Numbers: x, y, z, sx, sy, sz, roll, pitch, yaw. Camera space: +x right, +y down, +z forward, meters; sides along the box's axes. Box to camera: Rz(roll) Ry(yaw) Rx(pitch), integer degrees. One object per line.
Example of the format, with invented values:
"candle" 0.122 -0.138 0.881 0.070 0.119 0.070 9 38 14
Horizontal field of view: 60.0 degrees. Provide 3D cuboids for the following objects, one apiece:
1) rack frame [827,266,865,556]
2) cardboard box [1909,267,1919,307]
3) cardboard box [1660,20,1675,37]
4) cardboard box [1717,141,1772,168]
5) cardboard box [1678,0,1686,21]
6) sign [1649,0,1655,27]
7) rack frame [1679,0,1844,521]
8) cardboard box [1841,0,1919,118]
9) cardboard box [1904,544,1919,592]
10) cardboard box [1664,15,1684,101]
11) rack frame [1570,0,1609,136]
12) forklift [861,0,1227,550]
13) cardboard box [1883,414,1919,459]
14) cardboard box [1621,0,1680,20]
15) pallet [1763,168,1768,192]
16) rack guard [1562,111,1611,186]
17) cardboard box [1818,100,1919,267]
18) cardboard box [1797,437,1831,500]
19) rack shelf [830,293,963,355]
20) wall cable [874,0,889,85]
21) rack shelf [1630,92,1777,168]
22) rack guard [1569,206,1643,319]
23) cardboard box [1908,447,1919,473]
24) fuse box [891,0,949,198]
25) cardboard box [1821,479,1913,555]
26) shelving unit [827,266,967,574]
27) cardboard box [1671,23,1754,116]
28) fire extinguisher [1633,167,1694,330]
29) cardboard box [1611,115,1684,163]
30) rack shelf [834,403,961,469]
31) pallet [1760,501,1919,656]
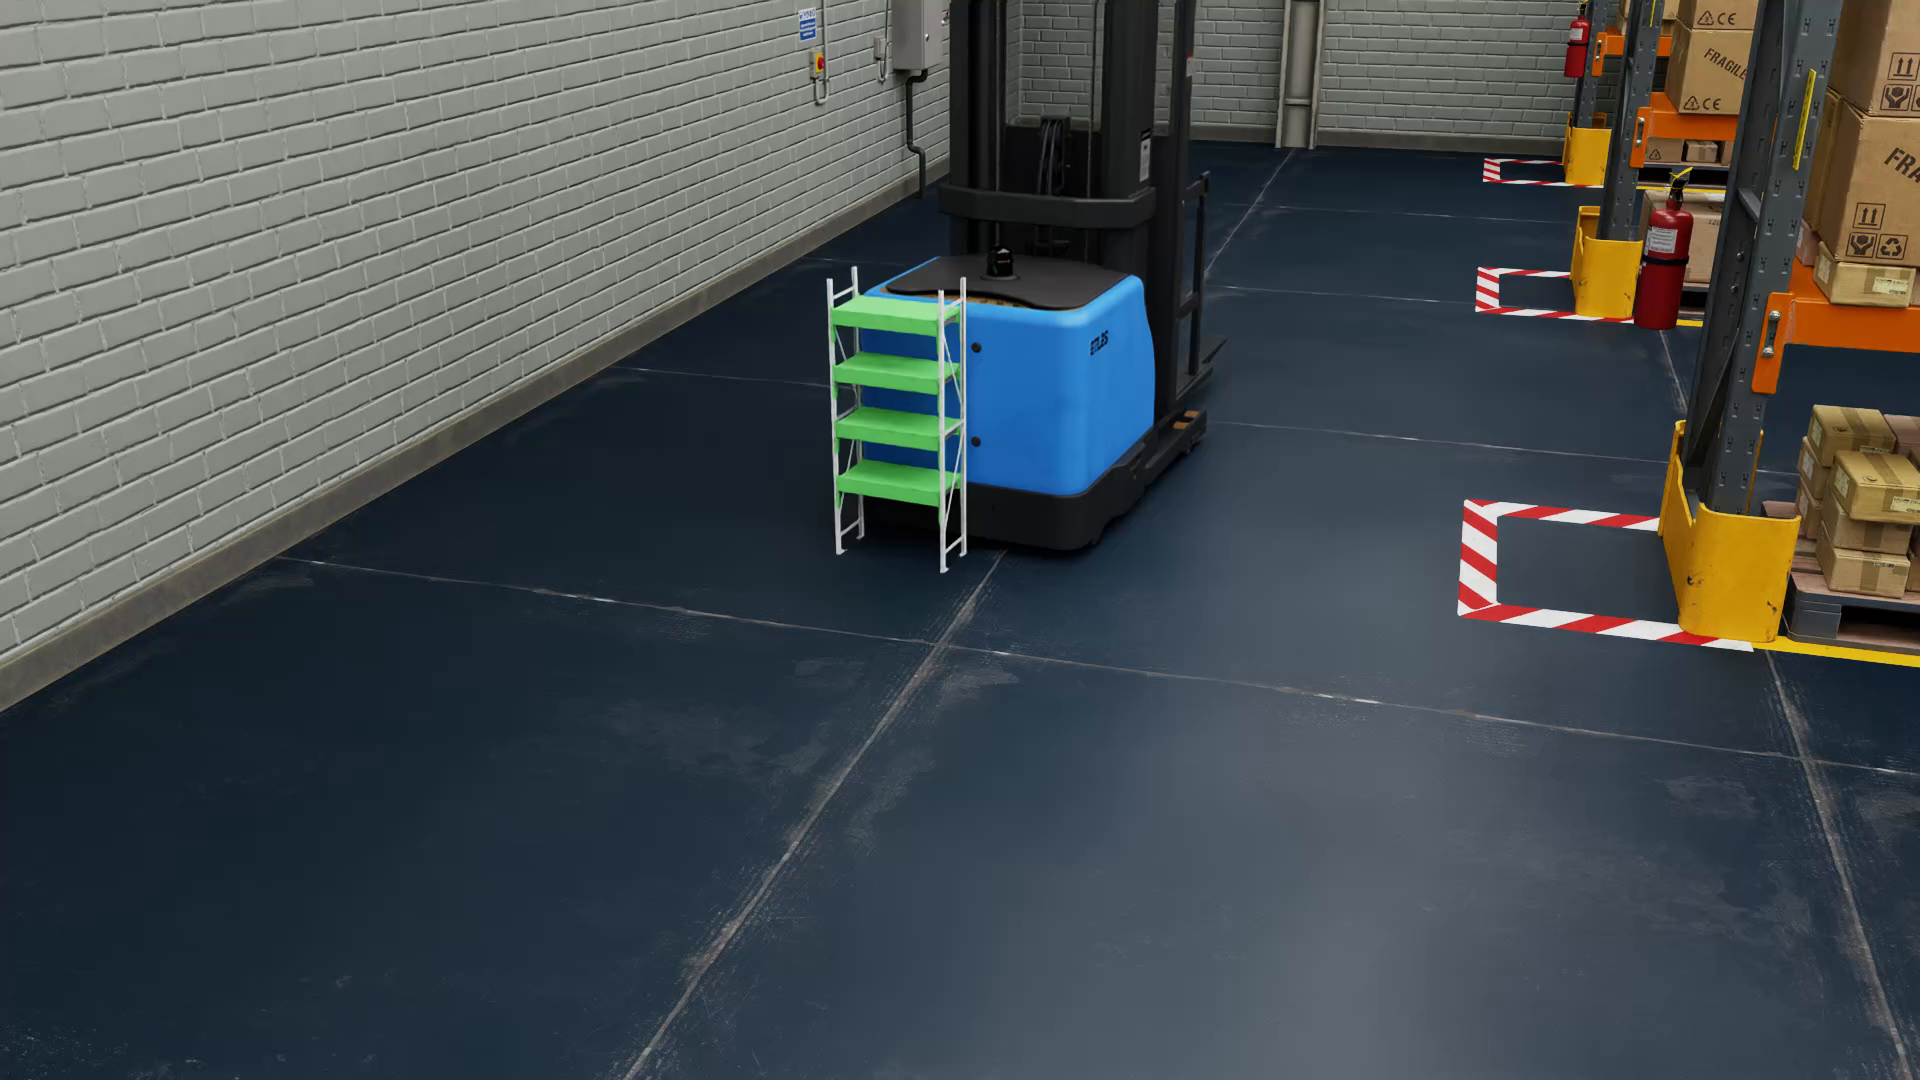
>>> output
"rack frame" -0.476 -0.530 6.979 0.015 1.200 0.240 9 25 22
"cardboard box" 3.504 -0.945 5.953 0.250 0.149 0.380 7 23 17
"cardboard box" 6.288 -4.579 14.813 0.250 0.149 0.380 7 23 17
"cardboard box" 7.161 -3.671 15.007 0.500 0.500 0.700 8 23 18
"cardboard box" 4.896 -3.581 10.599 0.500 0.500 0.500 7 23 17
"sign" 4.200 -3.275 10.056 0.005 0.325 0.100 7 23 16
"rack frame" 3.033 -1.229 6.314 0.127 3.000 1.000 7 23 16
"cardboard box" 3.386 -1.730 5.693 0.500 0.500 0.500 6 23 15
"cardboard box" 3.716 0.068 6.354 0.250 0.149 0.380 6 23 15
"cardboard box" 4.904 -3.128 10.812 0.500 0.500 0.500 7 23 16
"rack frame" 5.796 -4.842 15.123 0.127 3.000 1.000 7 23 16
"forklift" 0.614 -1.840 7.893 1.130 2.935 3.031 9 24 22
"cardboard box" 3.837 -0.365 6.627 0.250 0.149 0.380 7 23 17
"cardboard box" 6.152 -4.763 14.735 0.500 0.250 0.500 7 23 16
"pallet" 7.796 -3.322 15.092 1.213 0.211 1.003 7 23 16
"rack guard" 5.869 -3.678 15.577 0.348 0.500 1.175 7 23 16
"cardboard box" 3.383 -1.263 5.874 0.500 0.500 0.500 8 24 18
"cardboard box" 3.620 -0.288 6.830 0.250 0.149 0.380 6 23 14
"rack shelf" -0.254 -0.877 6.728 0.480 0.148 0.258 9 25 22
"wall cable" -0.641 -4.635 13.278 0.122 1.984 0.588 7 23 16
"rack shelf" 6.280 -2.487 10.327 4.000 0.370 1.077 7 23 16
"rack guard" 4.343 -1.885 11.206 0.348 0.500 1.175 7 23 16
"cardboard box" 3.735 -0.212 6.254 0.250 0.149 0.380 7 23 16
"fuse box" -0.293 -3.799 14.278 0.414 1.711 0.539 7 23 16
"cardboard box" 3.460 -0.091 6.351 0.250 0.149 0.380 8 23 18
"shelving unit" -0.252 -0.493 6.889 0.503 1.200 0.258 9 25 22
"cardboard box" 4.742 -2.928 10.324 0.500 0.500 0.500 6 23 15
"fire extinguisher" 2.925 -1.216 6.875 0.183 0.674 0.296 7 23 16
"cardboard box" 6.354 -3.780 15.269 0.637 0.503 0.797 6 23 13
"rack shelf" -0.252 -0.435 6.914 0.480 0.148 0.258 9 25 22
"pallet" 3.873 0.171 6.574 1.213 0.211 1.003 7 23 16
